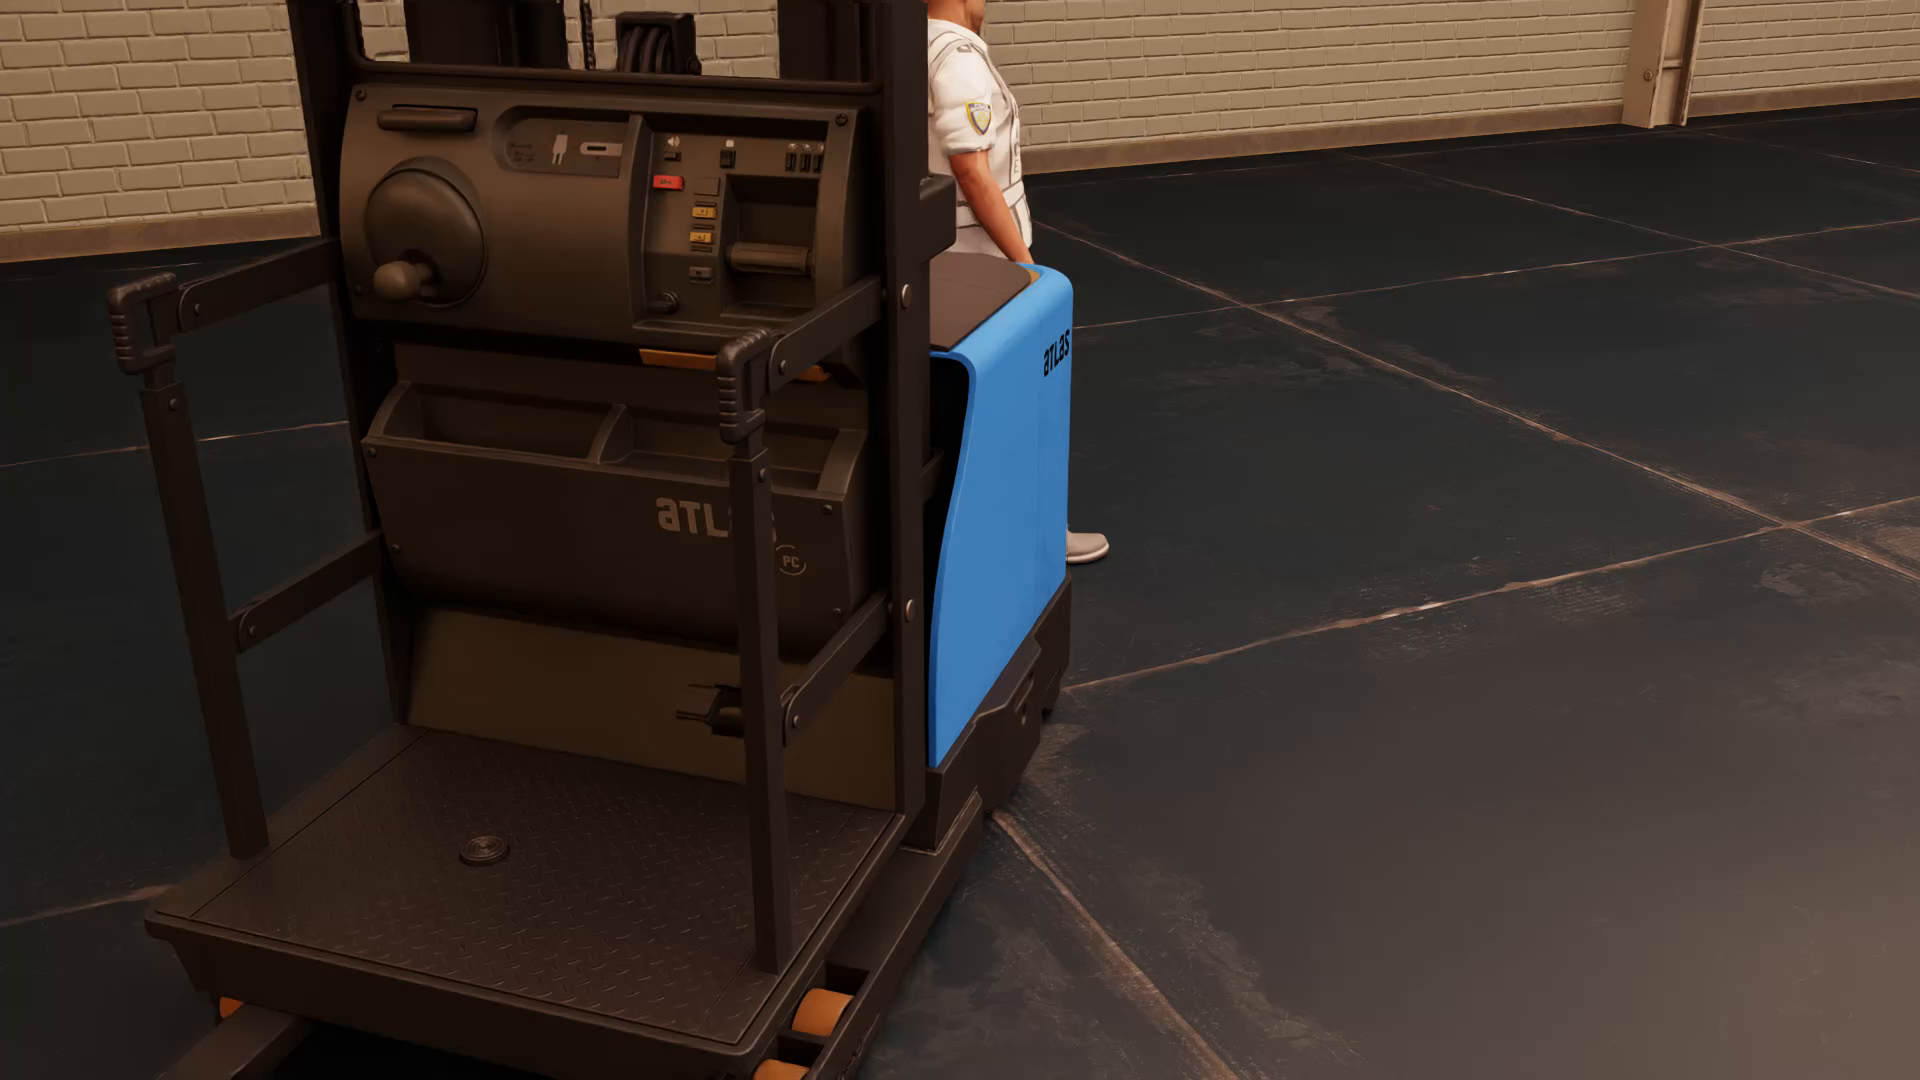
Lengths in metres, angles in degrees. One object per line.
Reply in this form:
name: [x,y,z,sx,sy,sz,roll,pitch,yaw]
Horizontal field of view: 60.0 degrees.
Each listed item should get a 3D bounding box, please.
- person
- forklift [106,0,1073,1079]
person: [0.081,-0.835,4.798,0.545,1.779,0.660,-11,25,-24]
forklift: [-0.674,-0.519,2.537,1.130,2.935,3.031,7,24,17]
